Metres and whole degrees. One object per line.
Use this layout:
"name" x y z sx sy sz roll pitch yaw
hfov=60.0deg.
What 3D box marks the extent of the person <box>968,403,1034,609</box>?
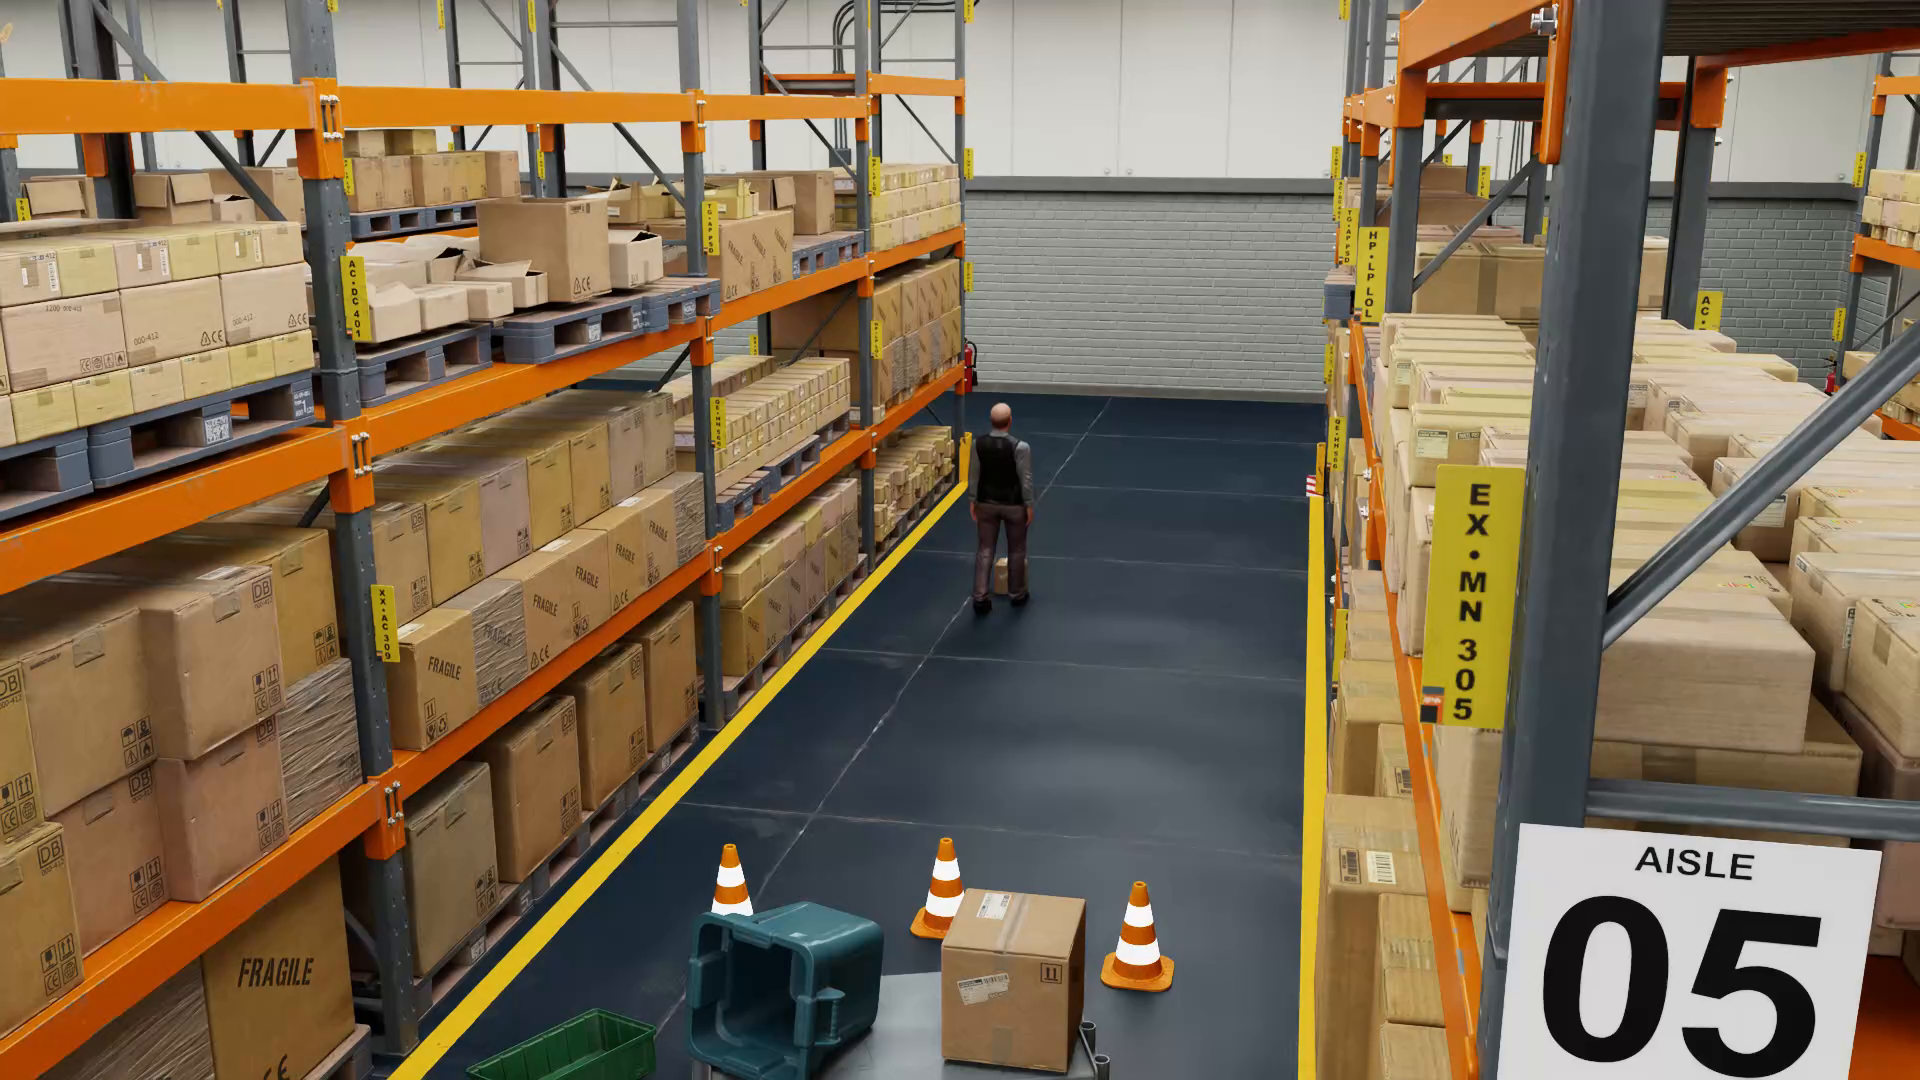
"person" 0.355 -0.283 13.636 0.559 1.720 0.657 5 15 19
